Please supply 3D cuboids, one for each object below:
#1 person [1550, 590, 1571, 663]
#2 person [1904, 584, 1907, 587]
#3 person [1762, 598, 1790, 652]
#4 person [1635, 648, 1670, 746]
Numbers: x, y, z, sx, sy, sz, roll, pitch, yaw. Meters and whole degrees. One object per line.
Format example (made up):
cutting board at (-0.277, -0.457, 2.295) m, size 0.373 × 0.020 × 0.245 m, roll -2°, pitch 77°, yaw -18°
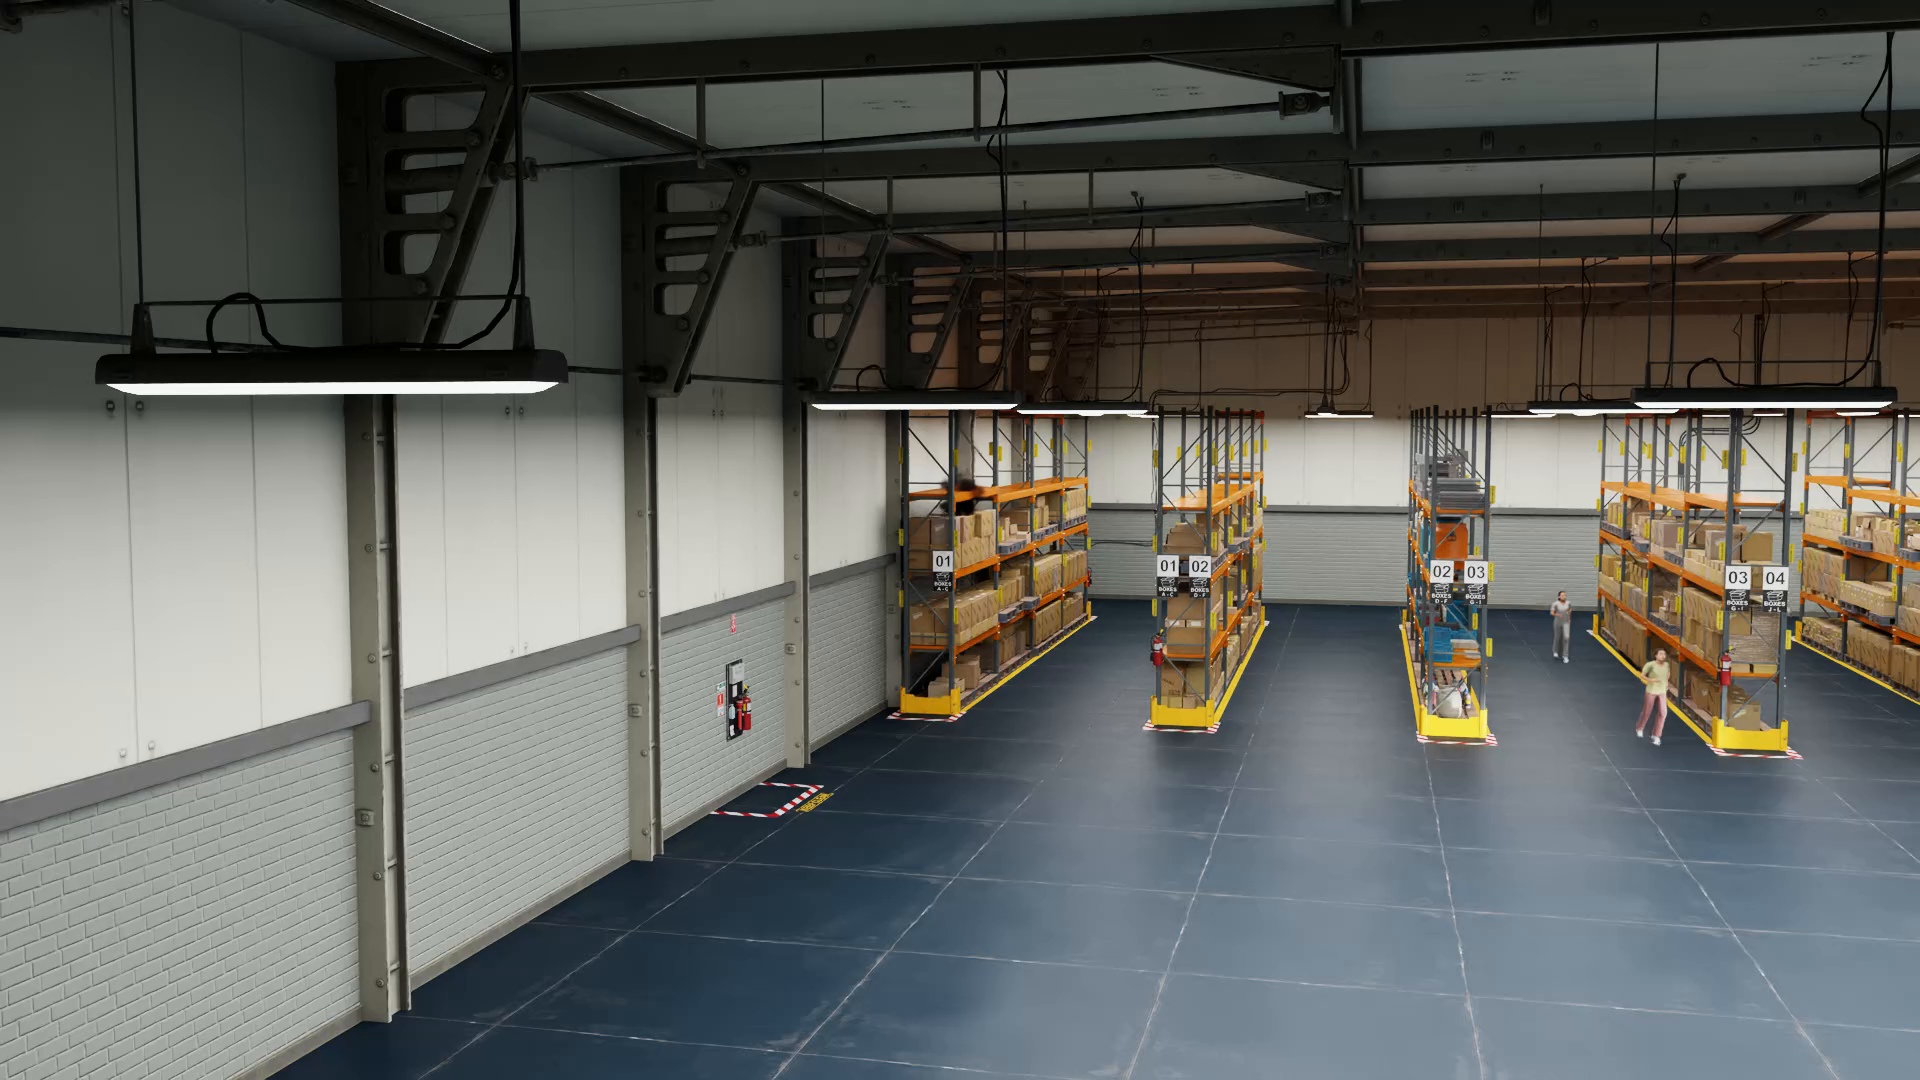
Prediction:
person at (14.325, 2.037, 39.648) m, size 0.518 × 1.696 × 0.887 m, roll 1°, pitch 4°, yaw 11°
person at (23.717, 1.913, 41.621) m, size 0.619 × 1.639 × 0.870 m, roll 0°, pitch 4°, yaw 0°
person at (19.969, 1.907, 40.748) m, size 0.693 × 1.790 × 0.995 m, roll 1°, pitch 4°, yaw 17°
person at (12.416, 2.765, 29.687) m, size 0.602 × 1.720 × 0.794 m, roll 0°, pitch 4°, yaw 0°
